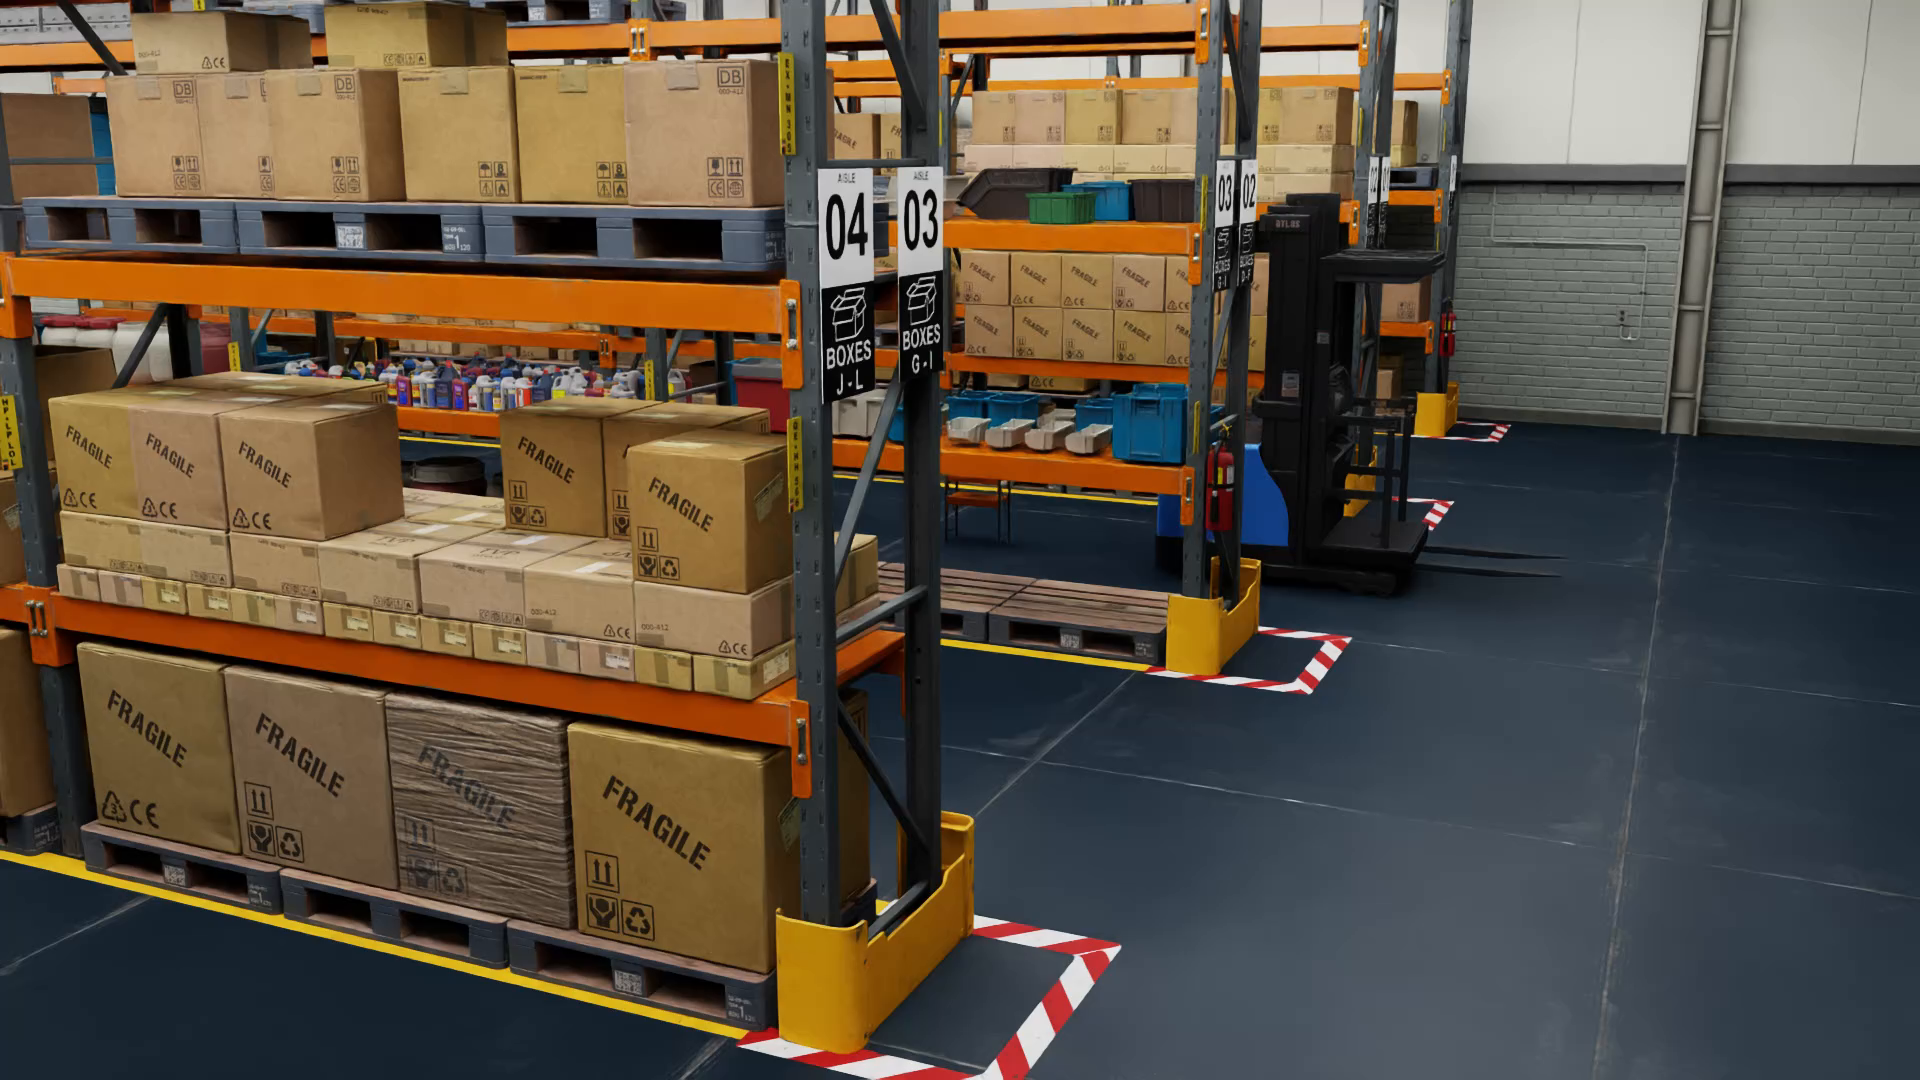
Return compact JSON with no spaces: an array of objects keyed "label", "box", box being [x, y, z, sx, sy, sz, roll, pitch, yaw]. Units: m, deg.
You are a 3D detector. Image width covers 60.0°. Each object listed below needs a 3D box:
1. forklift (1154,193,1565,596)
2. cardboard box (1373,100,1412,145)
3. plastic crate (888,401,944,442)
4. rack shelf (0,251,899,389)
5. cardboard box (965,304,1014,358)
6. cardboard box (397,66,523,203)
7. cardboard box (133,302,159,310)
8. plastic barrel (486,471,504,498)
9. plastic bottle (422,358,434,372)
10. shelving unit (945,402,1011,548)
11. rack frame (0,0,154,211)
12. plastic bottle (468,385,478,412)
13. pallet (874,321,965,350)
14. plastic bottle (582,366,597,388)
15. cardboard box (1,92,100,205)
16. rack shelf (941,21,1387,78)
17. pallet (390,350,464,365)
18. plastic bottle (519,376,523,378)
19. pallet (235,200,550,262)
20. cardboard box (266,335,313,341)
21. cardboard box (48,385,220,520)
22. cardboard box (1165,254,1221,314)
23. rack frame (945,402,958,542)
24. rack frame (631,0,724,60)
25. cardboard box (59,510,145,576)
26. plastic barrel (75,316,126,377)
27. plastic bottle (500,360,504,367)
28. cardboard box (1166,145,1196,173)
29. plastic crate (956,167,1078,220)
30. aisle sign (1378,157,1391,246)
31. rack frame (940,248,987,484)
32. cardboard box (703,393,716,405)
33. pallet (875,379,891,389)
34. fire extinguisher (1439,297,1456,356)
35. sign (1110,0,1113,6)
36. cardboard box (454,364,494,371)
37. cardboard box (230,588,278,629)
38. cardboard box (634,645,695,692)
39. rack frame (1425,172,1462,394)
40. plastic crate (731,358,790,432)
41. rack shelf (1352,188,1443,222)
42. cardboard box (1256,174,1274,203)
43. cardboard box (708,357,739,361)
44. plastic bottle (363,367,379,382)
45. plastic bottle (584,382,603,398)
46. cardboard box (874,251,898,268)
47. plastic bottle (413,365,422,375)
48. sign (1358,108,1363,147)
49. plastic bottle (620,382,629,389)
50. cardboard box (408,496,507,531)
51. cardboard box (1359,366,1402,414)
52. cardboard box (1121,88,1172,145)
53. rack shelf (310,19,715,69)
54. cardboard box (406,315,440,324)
[{"label":"forklift","box":[3.108,-1.144,12.713,3.031,2.935,1.130,5,14,21]},{"label":"cardboard box","box":[4.904,-4.813,19.185,0.500,0.500,0.500,6,14,23]},{"label":"plastic crate","box":[-0.310,-0.812,11.385,0.300,0.233,0.416,6,14,23]},{"label":"rack shelf","box":[-2.164,-0.989,6.910,4.000,0.370,1.077,6,14,23]},{"label":"cardboard box","box":[0.379,-2.077,16.321,0.500,0.500,0.500,6,15,25]},{"label":"cardboard box","box":[-1.790,-1.607,6.616,0.500,0.500,0.700,5,14,19]},{"label":"cardboard box","box":[-10.044,-3.198,21.098,0.500,0.500,0.700,6,15,25]},{"label":"plastic barrel","box":[-3.604,-0.282,13.416,0.421,0.512,0.421,0,13,0]},{"label":"plastic bottle","box":[-4.435,-1.385,13.874,0.097,0.271,0.097,0,13,0]},{"label":"shelving unit","box":[0.151,-0.569,14.053,0.503,1.200,0.258,6,14,23]},{"label":"rack frame","box":[-3.992,-2.984,7.274,0.127,3.000,1.000,6,14,23]},{"label":"plastic bottle","box":[-3.725,-1.090,12.767,0.097,0.201,0.097,0,13,0]},{"label":"pallet","box":[-0.663,-2.136,17.210,1.213,0.211,1.003,6,14,23]},{"label":"plastic bottle","box":[-2.960,-1.246,13.256,0.133,0.283,0.061,6,14,23]},{"label":"cardboard box","box":[-4.526,-1.829,7.777,0.500,0.500,0.700,6,15,25]},{"label":"rack shelf","box":[1.852,-4.516,15.385,4.000,0.370,1.077,6,14,23]},{"label":"pallet","box":[-8.147,-2.831,25.855,1.213,0.211,1.003,6,14,23]},{"label":"plastic bottle","box":[-3.362,-1.125,12.765,0.097,0.271,0.097,0,13,0]},{"label":"pallet","box":[-2.137,-1.290,6.813,1.213,0.211,1.003,6,14,23]},{"label":"cardboard box","box":[-8.502,-2.304,20.967,0.500,0.500,0.500,6,14,23]},{"label":"cardboard box","box":[-3.658,-0.403,7.441,0.500,0.500,0.500,6,14,23]},{"label":"cardboard box","box":[2.224,-2.375,15.402,0.500,0.500,0.500,6,15,25]},{"label":"rack frame","box":[-0.072,-0.591,14.149,0.015,1.200,0.240,6,14,23]},{"label":"rack frame","box":[-1.986,-4.019,11.683,0.127,3.000,1.000,6,14,23]},{"label":"cardboard box","box":[-3.669,-0.037,7.524,0.500,0.250,0.500,5,14,22]},{"label":"plastic barrel","box":[-7.448,-1.662,14.475,0.433,0.535,0.433,0,13,0]},{"label":"plastic bottle","box":[-3.765,-1.328,13.603,0.133,0.283,0.061,6,14,23]},{"label":"cardboard box","box":[2.195,-3.480,15.189,0.500,0.250,0.500,6,14,23]},{"label":"plastic crate","box":[0.386,-2.357,11.303,0.767,0.338,0.504,6,14,23]},{"label":"aisle sign","box":[3.862,-3.083,15.136,0.004,0.787,0.394,6,14,23]},{"label":"rack frame","box":[0.024,-2.132,16.776,0.127,3.000,1.000,6,14,23]},{"label":"cardboard box","box":[-2.396,-1.303,17.751,0.500,0.500,0.500,6,14,22]},{"label":"pallet","box":[-0.940,-2.091,22.705,1.213,0.211,1.003,6,14,23]},{"label":"fire extinguisher","box":[5.635,-2.468,19.191,0.183,0.674,0.296,6,14,23]},{"label":"sign","box":[1.818,-6.467,19.898,0.005,0.325,0.100,6,14,23]},{"label":"cardboard box","box":[-5.871,-1.940,19.830,0.500,0.311,0.500,6,14,23]},{"label":"cardboard box","box":[-2.900,0.252,7.166,0.250,0.149,0.380,6,14,22]},{"label":"cardboard box","box":[-1.032,0.441,6.359,0.250,0.149,0.380,6,14,24]},{"label":"rack frame","box":[5.684,-2.797,19.609,0.127,3.000,1.000,6,14,23]},{"label":"plastic crate","box":[-1.271,-1.023,11.779,0.583,0.464,0.402,6,14,23]},{"label":"rack shelf","box":[3.855,-4.092,20.138,4.000,0.370,1.077,6,14,23]},{"label":"cardboard box","box":[2.652,-3.191,15.048,0.500,0.250,0.500,6,14,23]},{"label":"cardboard box","box":[-3.199,-2.702,23.714,0.500,0.500,0.700,6,14,23]},{"label":"plastic bottle","box":[-4.640,-1.218,13.134,0.133,0.283,0.061,6,14,23]},{"label":"plastic bottle","box":[-2.707,-1.022,12.300,0.133,0.283,0.061,6,14,23]},{"label":"cardboard box","box":[-0.815,-3.592,22.082,0.500,0.500,0.500,6,15,25]},{"label":"plastic bottle","box":[-4.524,-1.360,13.921,0.097,0.201,0.097,0,13,0]},{"label":"sign","box":[3.438,-3.540,14.269,0.005,0.325,0.100,6,14,23]},{"label":"plastic bottle","box":[-2.623,-1.130,12.939,0.097,0.201,0.097,0,13,0]},{"label":"cardboard box","box":[-2.079,-0.007,7.397,0.500,0.250,0.500,5,14,22]},{"label":"cardboard box","box":[5.003,-1.829,20.034,0.500,0.500,0.700,6,14,23]},{"label":"cardboard box","box":[1.862,-3.956,15.573,0.500,0.500,0.700,6,14,23]},{"label":"rack shelf","box":[-3.815,-3.659,12.600,4.000,0.370,1.077,6,14,23]},{"label":"cardboard box","box":[-6.113,-2.798,19.394,0.500,0.500,0.500,7,15,27]}]
